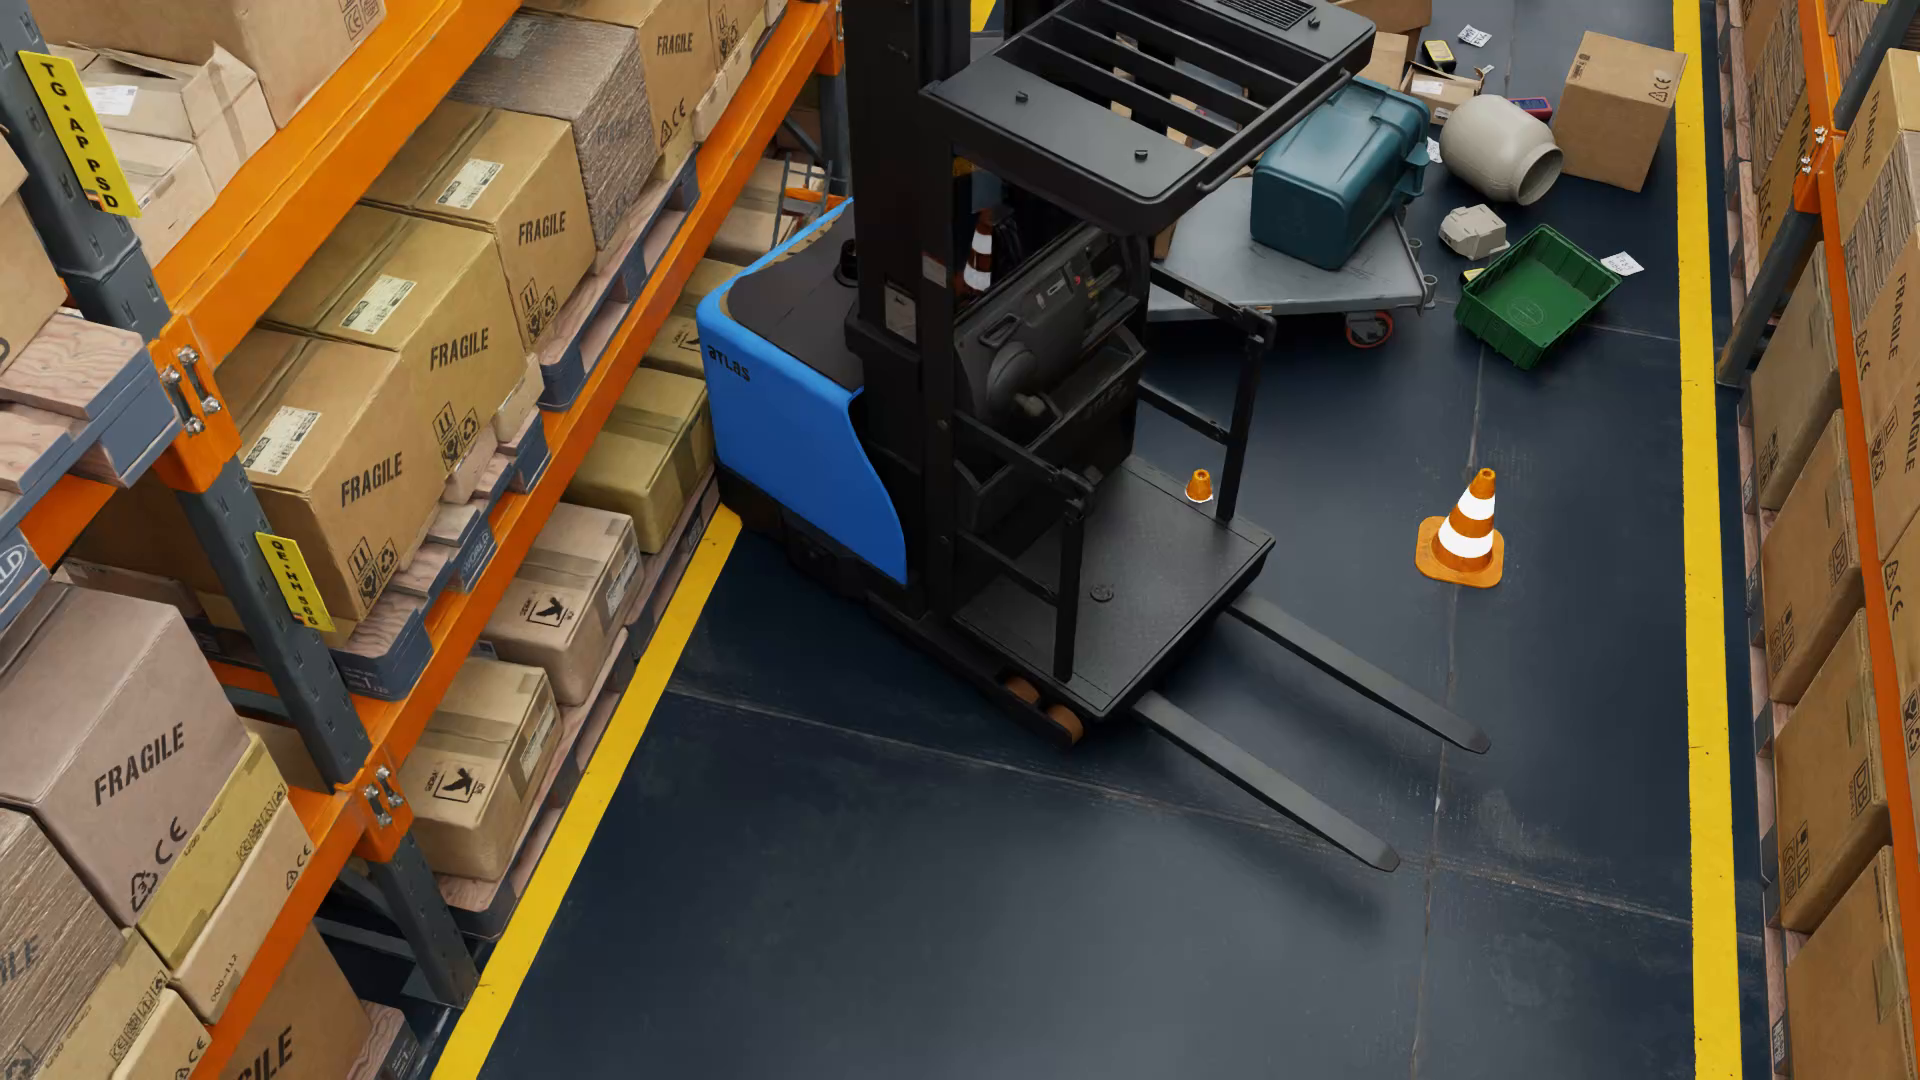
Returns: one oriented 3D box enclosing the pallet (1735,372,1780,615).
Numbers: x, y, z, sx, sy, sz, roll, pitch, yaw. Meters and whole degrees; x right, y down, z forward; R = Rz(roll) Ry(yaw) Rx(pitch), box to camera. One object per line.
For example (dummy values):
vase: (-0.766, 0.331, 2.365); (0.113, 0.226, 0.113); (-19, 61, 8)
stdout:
pallet: (3.669, -0.118, 6.632); (1.003, 0.211, 1.213); (12, 50, 10)

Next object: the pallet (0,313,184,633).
pallet: (-2.174, -0.078, 2.862); (1.213, 0.211, 1.003); (14, 50, 12)

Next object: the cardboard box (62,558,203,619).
cardboard box: (-2.197, 0.037, 4.523); (0.380, 0.149, 0.250); (13, 50, 11)

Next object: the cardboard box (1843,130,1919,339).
cardboard box: (3.269, -0.954, 5.443); (0.500, 0.500, 0.500); (12, 50, 10)

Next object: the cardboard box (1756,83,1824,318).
cardboard box: (4.032, -1.490, 7.121); (0.875, 0.875, 0.875); (12, 50, 11)

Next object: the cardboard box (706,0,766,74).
cardboard box: (-1.033, -2.049, 5.932); (0.500, 0.500, 0.500); (12, 50, 10)

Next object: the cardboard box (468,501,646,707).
cardboard box: (-1.711, 0.165, 5.995); (0.950, 0.372, 0.625); (11, 49, 9)

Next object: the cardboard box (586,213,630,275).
cardboard box: (-1.319, -1.038, 5.471); (0.380, 0.149, 0.250); (13, 50, 11)

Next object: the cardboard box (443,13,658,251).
cardboard box: (-1.311, -1.298, 5.269); (0.500, 0.500, 0.500); (10, 49, 9)

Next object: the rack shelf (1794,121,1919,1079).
rack shelf: (3.273, 0.071, 5.085); (1.077, 0.370, 4.000); (12, 50, 10)

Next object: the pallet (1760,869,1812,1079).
pallet: (3.026, 1.647, 5.074); (1.003, 0.211, 1.213); (12, 50, 10)

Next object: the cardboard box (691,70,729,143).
cardboard box: (-1.055, -1.581, 5.951); (0.380, 0.149, 0.250); (12, 50, 10)

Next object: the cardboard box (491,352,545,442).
cardboard box: (-1.475, -0.460, 4.961); (0.380, 0.149, 0.250); (12, 50, 10)

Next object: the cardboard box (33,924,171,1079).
cardboard box: (-2.070, 1.032, 3.524); (0.500, 0.250, 0.500); (10, 49, 9)

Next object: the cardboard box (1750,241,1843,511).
cardboard box: (3.722, -0.541, 6.366); (1.050, 0.750, 0.750); (11, 50, 10)

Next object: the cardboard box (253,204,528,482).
cardboard box: (-1.584, -0.552, 4.611); (0.500, 0.500, 0.500); (14, 50, 12)

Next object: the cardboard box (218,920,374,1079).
cardboard box: (-2.318, 1.423, 4.549); (0.875, 0.875, 0.875); (11, 50, 10)

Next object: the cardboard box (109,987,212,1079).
cardboard box: (-2.058, 1.215, 3.695); (0.500, 0.250, 0.500); (12, 50, 11)

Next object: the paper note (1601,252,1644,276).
paper note: (3.102, -1.296, 7.792); (0.147, 0.020, 0.142); (-19, 51, -16)

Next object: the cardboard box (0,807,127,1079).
cardboard box: (-2.067, 0.811, 3.219); (0.500, 0.500, 0.500); (12, 50, 11)

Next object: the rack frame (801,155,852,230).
rack frame: (-0.627, -1.067, 6.975); (0.200, 1.050, 0.008); (14, 13, 14)

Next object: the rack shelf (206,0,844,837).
rack shelf: (-1.529, -0.832, 5.883); (1.077, 0.370, 4.000); (12, 50, 10)

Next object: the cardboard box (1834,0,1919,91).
cardboard box: (3.885, -1.932, 6.274); (0.875, 0.550, 0.550); (12, 50, 10)

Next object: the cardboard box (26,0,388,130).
cardboard box: (-1.797, -1.333, 3.777); (0.700, 0.500, 0.500); (12, 50, 10)

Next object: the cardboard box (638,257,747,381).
cardboard box: (-1.325, -0.886, 6.923); (0.950, 0.372, 0.625); (14, 50, 12)

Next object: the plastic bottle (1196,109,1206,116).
plastic bottle: (1.146, -2.108, 8.489); (0.133, 0.061, 0.283); (19, 51, 16)

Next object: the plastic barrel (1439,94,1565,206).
plastic barrel: (2.618, -1.884, 8.049); (0.421, 0.421, 0.512); (-27, 54, -22)

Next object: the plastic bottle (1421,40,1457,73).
plastic bottle: (2.573, -2.575, 8.901); (0.133, 0.061, 0.283); (-4, 49, -3)

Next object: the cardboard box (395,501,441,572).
cardboard box: (-1.684, -0.076, 4.623); (0.380, 0.149, 0.250); (9, 49, 8)

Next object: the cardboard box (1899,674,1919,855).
cardboard box: (2.738, 0.508, 4.154); (0.500, 0.500, 0.500); (12, 50, 10)

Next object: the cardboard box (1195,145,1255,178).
cardboard box: (1.282, -1.778, 8.061); (0.258, 0.266, 0.396); (-19, 51, -16)

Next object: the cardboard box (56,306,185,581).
cardboard box: (-2.204, -0.278, 4.368); (0.500, 0.500, 0.500); (10, 49, 9)

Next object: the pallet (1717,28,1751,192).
pallet: (4.394, -2.110, 8.391); (1.003, 0.211, 1.213); (12, 50, 10)

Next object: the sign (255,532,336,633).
sign: (-1.520, 0.100, 3.808); (0.100, 0.325, 0.005); (12, 50, 10)

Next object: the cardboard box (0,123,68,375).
cardboard box: (-2.010, -0.487, 2.748); (0.797, 0.503, 0.637); (9, 49, 8)

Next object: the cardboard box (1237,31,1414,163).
cardboard box: (1.792, -2.181, 8.168); (0.797, 0.637, 0.503); (12, 50, 10)

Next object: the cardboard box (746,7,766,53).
cardboard box: (-0.959, -1.959, 6.285); (0.380, 0.149, 0.250); (10, 49, 9)

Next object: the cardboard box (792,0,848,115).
cardboard box: (-0.587, -2.368, 7.812); (0.500, 0.500, 0.500); (14, 50, 12)

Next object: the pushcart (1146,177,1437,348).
pushcart: (1.210, -1.236, 7.508); (1.648, 0.377, 0.936); (-4, 49, -3)

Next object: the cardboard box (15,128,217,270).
cardboard box: (-1.809, -0.728, 3.477); (0.380, 0.149, 0.250); (12, 50, 10)

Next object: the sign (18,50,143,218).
sign: (-1.523, -0.698, 2.886); (0.100, 0.325, 0.005); (12, 50, 10)

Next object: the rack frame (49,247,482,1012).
rack frame: (-2.056, 0.376, 4.336); (1.000, 3.000, 0.127); (12, 50, 10)

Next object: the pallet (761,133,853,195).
pallet: (-0.860, -2.087, 8.370); (1.003, 0.211, 1.213); (12, 50, 10)

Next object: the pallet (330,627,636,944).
pallet: (-1.849, 0.734, 5.880); (1.003, 0.211, 1.213); (12, 50, 10)

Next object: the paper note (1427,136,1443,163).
paper note: (2.391, -1.972, 8.394); (0.172, 0.023, 0.155); (28, 54, 22)

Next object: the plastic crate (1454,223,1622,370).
plastic crate: (2.581, -1.086, 7.464); (0.662, 0.188, 0.450); (-37, 68, -28)

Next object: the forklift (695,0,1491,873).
forklift: (0.473, -0.666, 5.302); (3.031, 2.935, 1.130); (33, 56, 25)

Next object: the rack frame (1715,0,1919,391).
rack frame: (3.799, -1.613, 6.092); (1.000, 3.000, 0.127); (12, 50, 10)

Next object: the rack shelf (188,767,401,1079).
rack shelf: (-2.582, 2.061, 3.329); (1.077, 0.370, 4.000); (12, 50, 10)

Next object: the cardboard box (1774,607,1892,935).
cardboard box: (3.220, 0.830, 5.156); (1.050, 0.750, 0.750); (12, 50, 11)

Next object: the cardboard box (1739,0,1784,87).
cardboard box: (4.507, -2.802, 8.278); (0.875, 0.875, 0.875); (11, 49, 9)

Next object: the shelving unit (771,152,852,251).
shelving unit: (-0.662, -1.047, 6.860); (0.215, 1.050, 0.252); (14, 13, 14)

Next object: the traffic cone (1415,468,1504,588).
traffic cone: (1.989, -0.102, 6.450); (0.336, 0.463, 0.334); (12, 50, 10)

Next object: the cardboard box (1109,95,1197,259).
cardboard box: (0.722, -1.611, 7.252); (0.500, 0.500, 0.500); (12, 50, 10)

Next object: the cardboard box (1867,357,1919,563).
cardboard box: (3.001, -0.226, 4.801); (0.500, 0.500, 0.500); (12, 50, 11)

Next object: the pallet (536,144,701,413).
pallet: (-1.574, -1.000, 5.679); (1.003, 0.211, 1.213); (12, 50, 10)

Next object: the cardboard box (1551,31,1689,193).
cardboard box: (3.218, -2.112, 8.198); (0.500, 0.500, 0.500); (19, 51, 16)
